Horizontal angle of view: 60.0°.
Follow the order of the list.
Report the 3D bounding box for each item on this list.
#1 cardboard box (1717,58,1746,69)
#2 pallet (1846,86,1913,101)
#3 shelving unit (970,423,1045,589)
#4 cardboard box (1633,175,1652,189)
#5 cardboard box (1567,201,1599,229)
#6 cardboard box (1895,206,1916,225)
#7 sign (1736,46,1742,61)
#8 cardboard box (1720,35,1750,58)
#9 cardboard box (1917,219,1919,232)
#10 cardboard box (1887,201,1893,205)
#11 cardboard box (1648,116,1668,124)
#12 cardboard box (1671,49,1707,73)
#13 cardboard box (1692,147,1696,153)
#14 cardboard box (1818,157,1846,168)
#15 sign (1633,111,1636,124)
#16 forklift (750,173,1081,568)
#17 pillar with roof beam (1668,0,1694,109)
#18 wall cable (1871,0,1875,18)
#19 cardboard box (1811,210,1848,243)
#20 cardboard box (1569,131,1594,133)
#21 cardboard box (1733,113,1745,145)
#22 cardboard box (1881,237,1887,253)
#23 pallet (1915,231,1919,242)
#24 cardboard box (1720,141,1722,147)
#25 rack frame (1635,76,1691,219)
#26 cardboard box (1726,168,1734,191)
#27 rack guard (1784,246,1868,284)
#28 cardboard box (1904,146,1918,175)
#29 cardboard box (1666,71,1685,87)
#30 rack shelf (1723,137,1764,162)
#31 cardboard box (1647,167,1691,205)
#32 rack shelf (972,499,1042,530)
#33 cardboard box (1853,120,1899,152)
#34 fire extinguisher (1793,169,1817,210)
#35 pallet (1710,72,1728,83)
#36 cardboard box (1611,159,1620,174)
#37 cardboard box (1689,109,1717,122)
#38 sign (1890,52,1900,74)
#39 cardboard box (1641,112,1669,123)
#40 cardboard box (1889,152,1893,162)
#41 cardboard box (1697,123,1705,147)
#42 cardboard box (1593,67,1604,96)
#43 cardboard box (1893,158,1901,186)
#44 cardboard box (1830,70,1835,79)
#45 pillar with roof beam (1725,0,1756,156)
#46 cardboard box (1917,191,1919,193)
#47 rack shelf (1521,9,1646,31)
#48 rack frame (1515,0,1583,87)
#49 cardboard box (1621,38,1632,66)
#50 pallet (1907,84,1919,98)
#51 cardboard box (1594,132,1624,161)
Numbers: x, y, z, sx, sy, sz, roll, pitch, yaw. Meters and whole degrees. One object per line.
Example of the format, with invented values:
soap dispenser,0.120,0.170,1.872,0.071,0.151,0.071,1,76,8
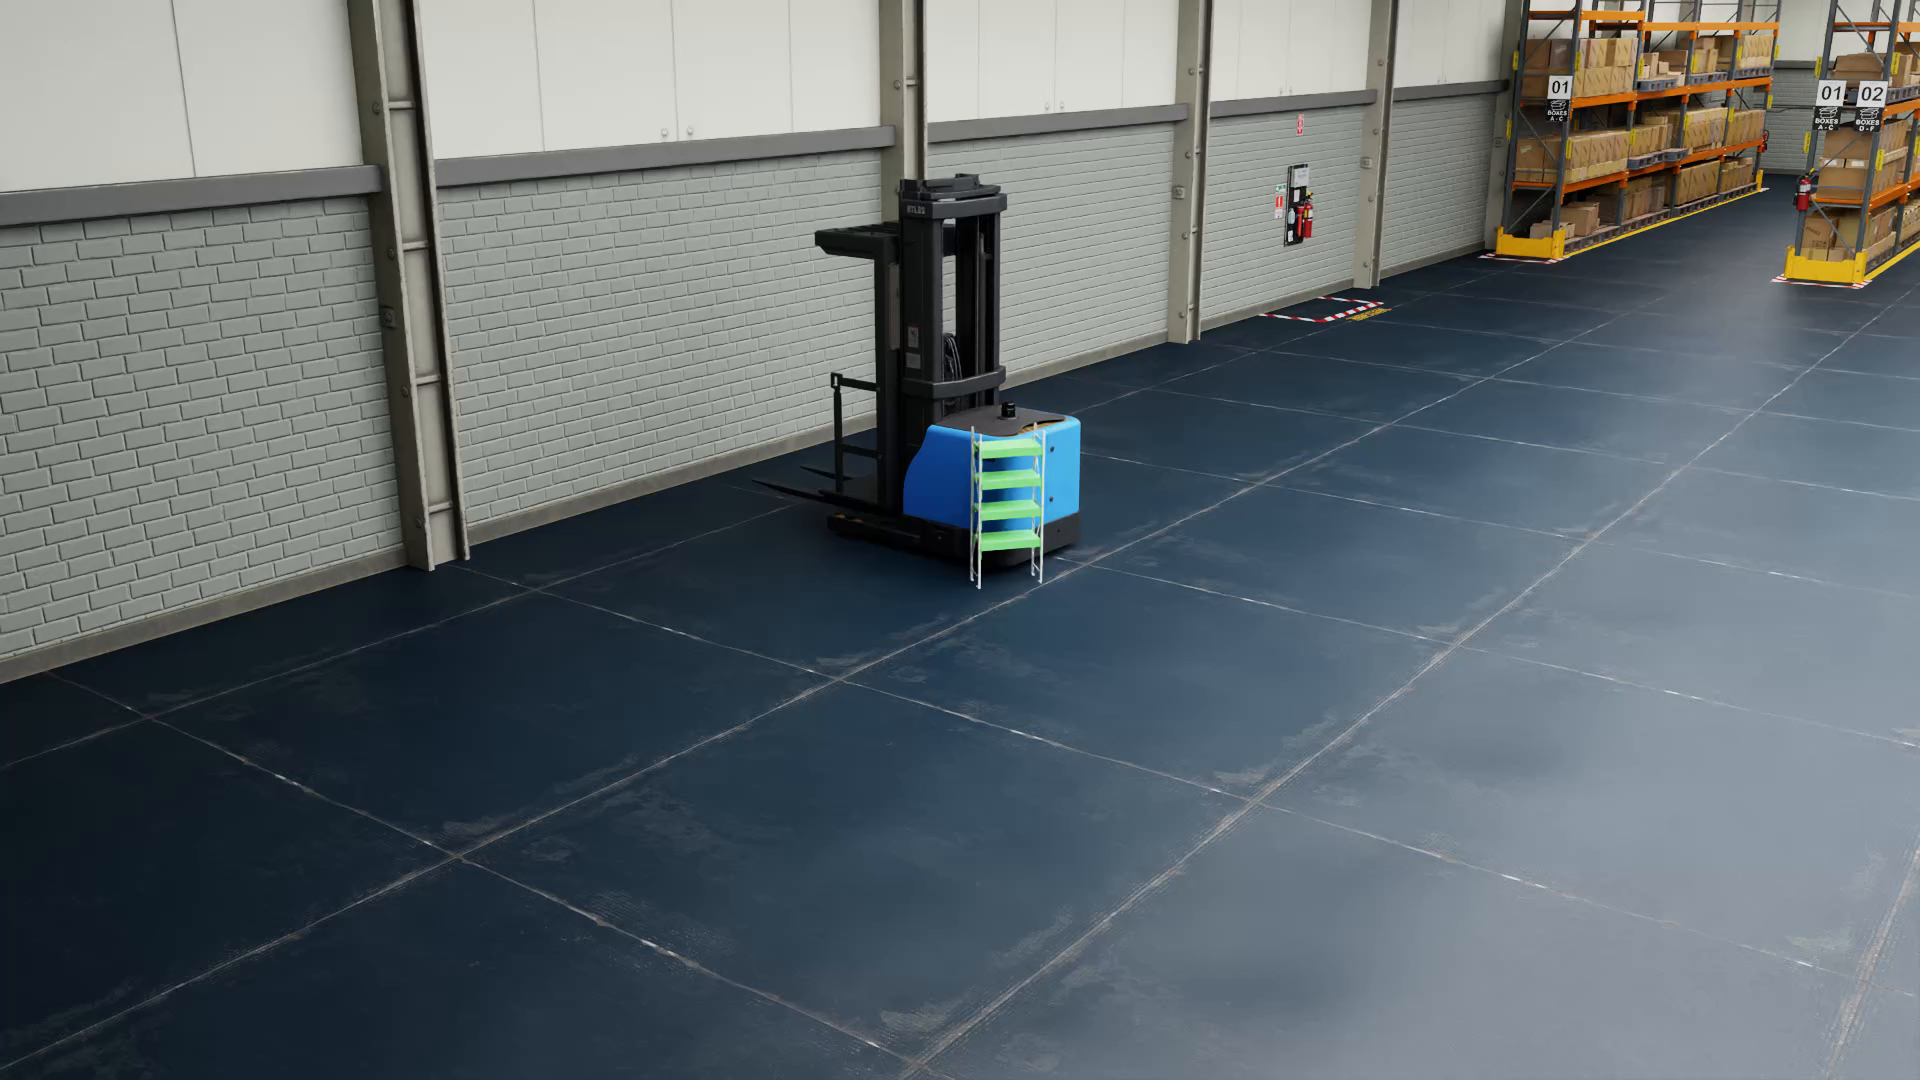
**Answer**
cardboard box,18.206,-11.246,39.219,0.500,0.250,0.500,12,21,35
pallet,15.582,-7.632,28.355,1.003,0.211,1.213,12,21,35
shelving unit,0.355,-0.257,12.540,0.503,1.200,0.258,-4,19,-14
cardboard box,14.422,-7.635,35.482,0.500,0.250,0.500,13,21,36
cardboard box,12.230,-6.376,32.690,0.500,0.500,0.500,11,20,31
cardboard box,17.853,-6.190,31.603,0.500,0.311,0.500,12,21,33
sign,18.025,-11.255,38.469,0.100,0.325,0.005,12,21,35
cardboard box,18.233,-11.607,39.115,0.500,0.500,0.500,12,21,34
cardboard box,18.456,-6.168,32.477,0.500,0.250,0.500,13,21,36
cardboard box,18.020,-6.526,32.685,0.500,0.311,0.500,12,21,33
cardboard box,15.018,-9.046,35.813,0.380,0.149,0.250,9,20,28
cardboard box,16.341,-10.767,37.390,0.700,0.500,0.500,12,21,35
cardboard box,16.326,-8.805,37.428,0.380,0.149,0.250,13,21,36
cardboard box,14.488,-6.269,27.609,0.380,0.149,0.250,12,21,34
sign,14.752,-9.216,36.412,0.100,0.325,0.005,12,21,35
forklift,-0.481,-1.517,13.687,3.031,2.935,1.130,14,22,37
pillar with roof beam,20.763,-11.943,37.028,9.100,9.000,0.400,12,21,35
wall cable,25.796,-15.072,43.824,3.097,2.526,0.112,12,21,35
cardboard box,15.078,-5.453,28.909,0.500,0.500,0.500,12,21,35
cardboard box,12.057,-7.712,32.475,0.500,0.500,0.500,12,21,34
cardboard box,18.359,-9.961,40.258,0.980,0.700,0.700,12,21,33
cardboard box,16.104,-5.238,29.483,0.500,0.250,0.500,12,21,35
pallet,18.658,-6.171,33.259,1.003,0.211,1.213,12,21,35
cardboard box,17.609,-9.278,38.953,0.380,0.149,0.250,13,21,35
rack frame,15.200,-8.566,36.271,1.000,3.000,0.127,12,21,35
cardboard box,18.413,-8.805,40.546,0.700,0.500,0.500,12,21,34
rack guard,14.399,-4.587,27.671,1.175,0.500,0.348,12,21,35
cardboard box,18.193,-7.337,32.144,0.500,0.500,0.500,11,20,32
cardboard box,14.987,-9.747,35.130,0.500,0.311,0.500,12,21,35
rack shelf,18.775,-9.652,40.979,1.077,0.370,4.000,12,21,35
cardboard box,15.743,-7.892,37.017,0.750,0.750,0.750,12,21,34
rack shelf,0.355,-0.197,12.560,0.480,0.148,0.258,-4,19,-14
cardboard box,15.939,-7.060,29.064,0.700,0.500,0.500,12,21,35
fire extinguisher,13.970,-5.803,27.504,0.296,0.674,0.183,12,21,35
pallet,17.076,-10.633,38.191,0.805,0.209,1.217,11,21,33
cardboard box,12.474,-7.268,32.309,0.500,0.250,0.500,13,21,35
cardboard box,16.894,-9.678,37.884,0.500,0.250,0.500,13,21,36
sign,14.856,-7.575,26.412,0.100,0.325,0.005,12,21,35
cardboard box,15.262,-9.278,36.593,0.500,0.250,0.500,13,22,36
cardboard box,15.893,-6.628,28.767,0.380,0.149,0.250,13,22,36
cardboard box,16.311,-9.077,37.212,0.500,0.500,0.500,12,21,34
cardboard box,11.488,-8.432,30.579,0.500,0.500,0.500,14,22,37
cardboard box,16.537,-6.680,30.028,0.700,0.500,0.500,12,21,33
cardboard box,14.888,-7.736,27.847,0.500,0.250,0.500,12,21,35
pillar with roof beam,24.338,-13.372,41.630,9.100,9.000,0.400,12,21,35
cardboard box,19.858,-7.096,35.008,0.500,0.500,0.500,12,21,33
rack shelf,11.625,-9.657,30.886,1.077,0.370,4.000,12,21,35
rack frame,10.433,-9.526,29.245,1.000,3.000,0.127,12,21,35
cardboard box,12.416,-9.280,31.625,0.500,0.500,0.500,14,22,38
pallet,16.309,-7.922,29.286,1.003,0.211,1.213,12,21,35
cardboard box,12.490,-7.622,32.186,0.500,0.500,0.500,12,21,34
